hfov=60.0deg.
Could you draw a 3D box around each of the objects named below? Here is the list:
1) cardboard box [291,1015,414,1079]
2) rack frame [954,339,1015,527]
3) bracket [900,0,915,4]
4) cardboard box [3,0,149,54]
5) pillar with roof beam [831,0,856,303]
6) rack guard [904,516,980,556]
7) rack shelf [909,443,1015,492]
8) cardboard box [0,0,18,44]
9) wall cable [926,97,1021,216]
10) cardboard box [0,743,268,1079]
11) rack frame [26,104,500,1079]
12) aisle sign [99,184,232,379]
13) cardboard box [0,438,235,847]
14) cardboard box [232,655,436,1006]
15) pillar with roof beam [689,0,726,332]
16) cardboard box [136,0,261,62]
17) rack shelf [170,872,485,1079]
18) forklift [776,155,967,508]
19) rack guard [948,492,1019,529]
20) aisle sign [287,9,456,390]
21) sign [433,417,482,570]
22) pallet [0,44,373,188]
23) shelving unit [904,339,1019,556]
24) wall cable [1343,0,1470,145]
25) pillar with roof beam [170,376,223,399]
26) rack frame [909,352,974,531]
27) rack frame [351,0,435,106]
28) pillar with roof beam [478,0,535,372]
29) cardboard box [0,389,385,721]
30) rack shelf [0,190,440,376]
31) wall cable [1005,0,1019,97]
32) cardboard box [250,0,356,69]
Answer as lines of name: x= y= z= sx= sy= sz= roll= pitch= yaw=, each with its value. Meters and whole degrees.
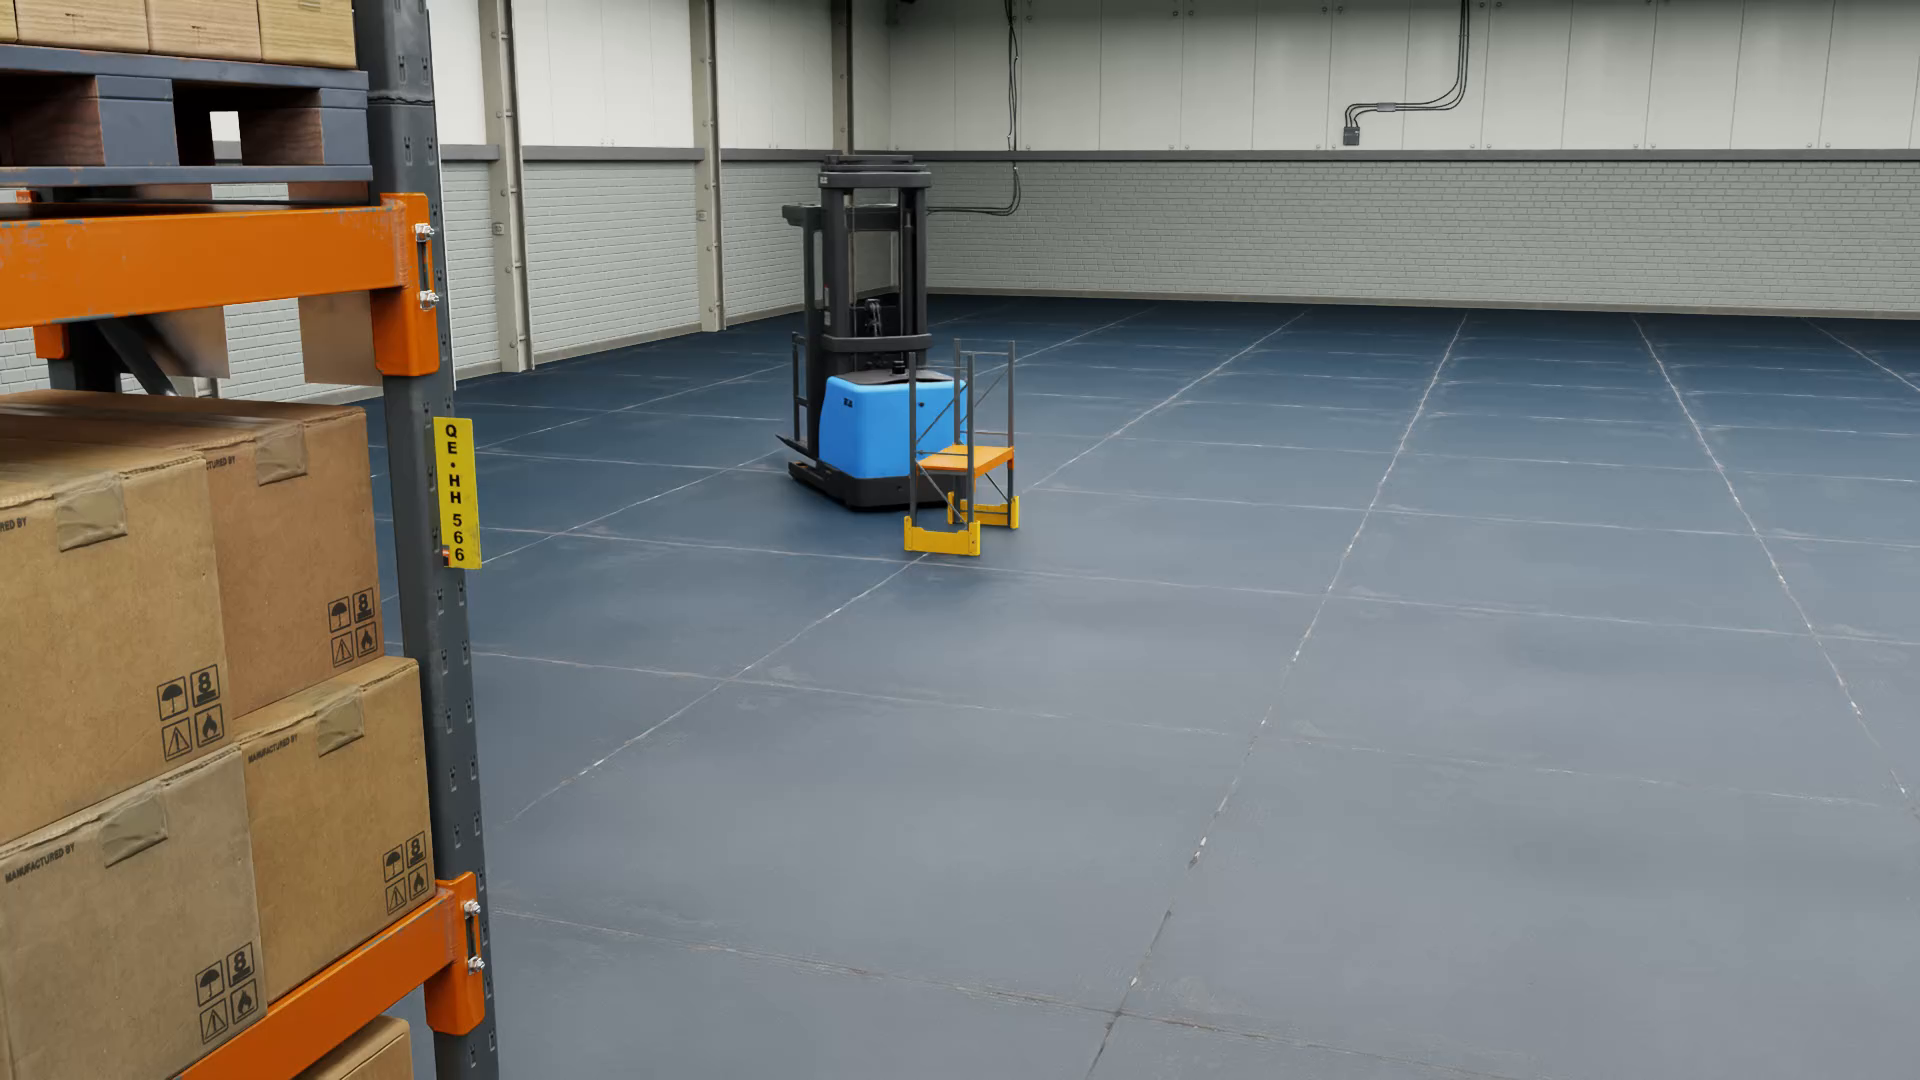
cardboard box: x=-1.740 y=1.518 z=3.427 sx=0.875 sy=0.875 sz=0.875 roll=4 pitch=14 yaw=19
rack frame: x=0.192 y=-0.856 z=13.369 sx=0.500 sy=1.500 sz=0.032 roll=4 pitch=14 yaw=18
bracket: x=-1.132 y=-11.628 z=35.620 sx=0.235 sy=0.232 sz=0.430 roll=4 pitch=14 yaw=18
cardboard box: x=-1.534 y=-0.853 z=2.637 sx=0.380 sy=0.149 sz=0.250 roll=5 pitch=14 yaw=19
pillar with roof beam: x=1.705 y=-9.002 z=32.206 sx=9.100 sy=9.000 sz=0.548 roll=4 pitch=14 yaw=18
rack guard: x=-0.136 y=-0.033 z=12.571 sx=0.587 sy=0.250 sz=0.087 roll=4 pitch=14 yaw=18
rack shelf: x=0.028 y=-0.574 z=12.940 sx=0.538 sy=0.185 sz=1.000 roll=4 pitch=14 yaw=18
cardboard box: x=-1.617 y=-0.799 z=2.404 sx=0.380 sy=0.149 sz=0.250 roll=4 pitch=14 yaw=19
wall cable: x=-0.164 y=-8.323 z=36.210 sx=3.097 sy=2.526 sz=0.112 roll=4 pitch=14 yaw=18
cardboard box: x=-1.817 y=0.665 z=2.996 sx=0.875 sy=0.550 sz=0.550 roll=4 pitch=14 yaw=18
rack frame: x=-1.583 y=0.539 z=3.884 sx=1.000 sy=3.000 sz=0.127 roll=4 pitch=14 yaw=18
aisle sign: x=-1.844 y=-0.765 z=3.755 sx=0.394 sy=0.787 sz=0.004 roll=4 pitch=14 yaw=18
cardboard box: x=-1.830 y=0.138 z=2.881 sx=0.875 sy=0.550 sz=0.550 roll=4 pitch=14 yaw=18
cardboard box: x=-1.660 y=0.548 z=3.511 sx=0.875 sy=0.550 sz=0.550 roll=4 pitch=14 yaw=18
pillar with roof beam: x=-0.236 y=-7.739 z=26.671 sx=9.100 sy=9.000 sz=0.400 roll=4 pitch=14 yaw=18
cardboard box: x=-1.452 y=-0.907 z=2.874 sx=0.380 sy=0.149 sz=0.250 roll=4 pitch=14 yaw=19
rack shelf: x=-2.230 y=1.311 z=2.119 sx=1.077 sy=0.370 sz=4.000 roll=4 pitch=14 yaw=18
forklift: x=-0.947 y=-1.983 z=15.089 sx=1.130 sy=2.935 sz=3.031 roll=-5 pitch=14 yaw=-22
rack guard: x=0.186 y=-0.243 z=13.490 sx=0.587 sy=0.250 sz=0.087 roll=4 pitch=14 yaw=18
aisle sign: x=-1.276 y=-0.721 z=3.565 sx=0.394 sy=0.787 sz=0.004 roll=4 pitch=14 yaw=18
sign: x=-1.074 y=-0.099 z=3.545 sx=0.100 sy=0.325 sz=0.005 roll=4 pitch=14 yaw=18
pallet: x=-1.813 y=-0.723 z=2.872 sx=1.003 sy=0.211 sz=1.213 roll=4 pitch=14 yaw=18
shelving unit: x=0.025 y=-0.747 z=12.891 sx=0.587 sy=1.500 sz=1.083 roll=4 pitch=14 yaw=18
wall cable: x=8.814 y=-10.808 z=32.476 sx=2.305 sy=6.003 sz=0.169 roll=4 pitch=14 yaw=18
pillar with roof beam: x=-4.119 y=-5.212 z=15.601 sx=9.100 sy=9.000 sz=0.400 roll=4 pitch=14 yaw=18
rack frame: x=-0.137 y=-0.642 z=12.431 sx=0.500 sy=1.500 sz=0.032 roll=4 pitch=14 yaw=18
rack frame: x=-1.583 y=-2.385 z=3.216 sx=1.000 sy=3.000 sz=0.127 roll=4 pitch=14 yaw=18
pillar with roof beam: x=-2.178 y=-6.475 z=21.136 sx=9.100 sy=9.000 sz=0.400 roll=4 pitch=14 yaw=18
cardboard box: x=-1.739 y=0.015 z=3.417 sx=0.875 sy=0.550 sz=0.550 roll=4 pitch=14 yaw=18
rack shelf: x=-2.230 y=-0.151 z=1.785 sx=1.077 sy=0.370 sz=4.000 roll=4 pitch=14 yaw=18
wall cable: x=2.396 y=-10.591 z=34.794 sx=3.097 sy=2.526 sz=0.112 roll=4 pitch=14 yaw=18
cardboard box: x=-1.370 y=-0.960 z=3.107 sx=0.380 sy=0.149 sz=0.250 roll=4 pitch=14 yaw=18
